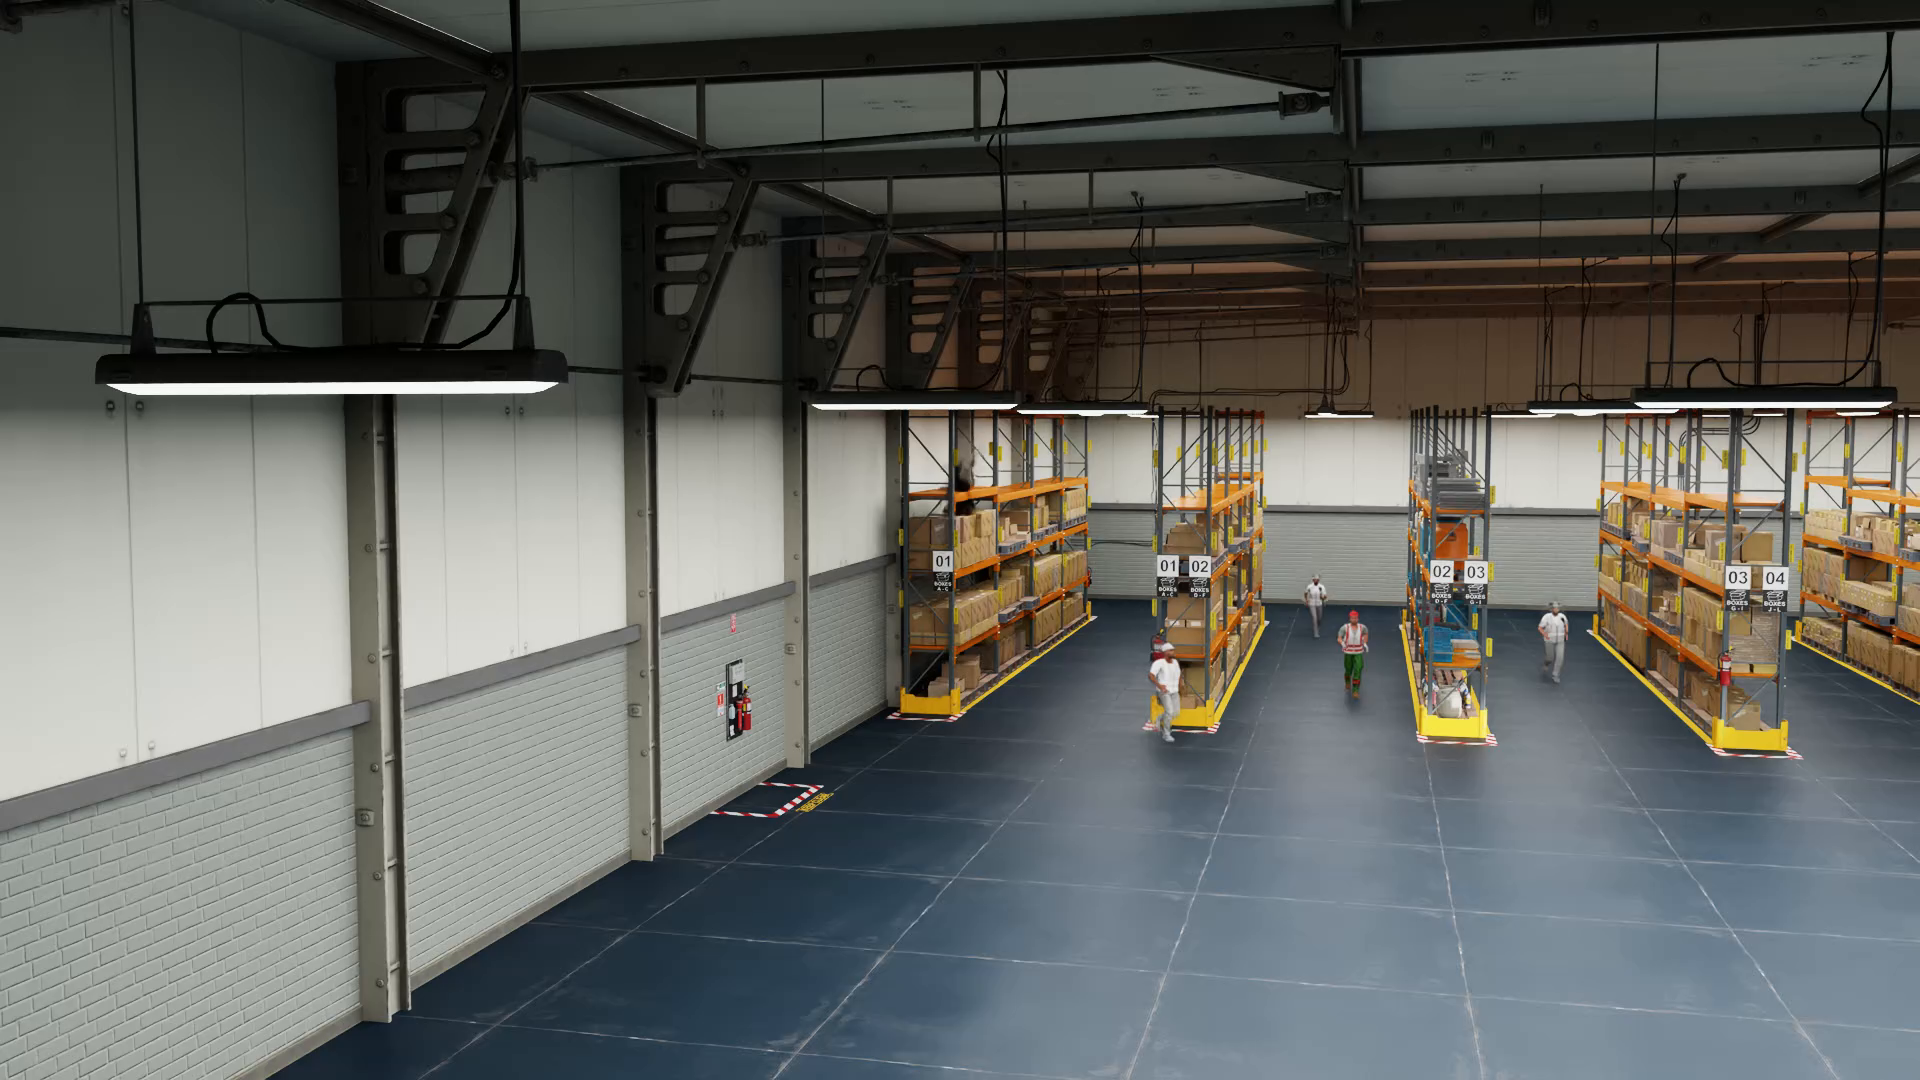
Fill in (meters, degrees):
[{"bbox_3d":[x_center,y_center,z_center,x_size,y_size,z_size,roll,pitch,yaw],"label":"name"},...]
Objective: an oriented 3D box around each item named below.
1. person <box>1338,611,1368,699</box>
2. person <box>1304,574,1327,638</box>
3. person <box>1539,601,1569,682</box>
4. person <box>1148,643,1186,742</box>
[{"bbox_3d":[8.167,2.347,34.559,0.634,1.777,0.984,1,4,9],"label":"person"},{"bbox_3d":[9.409,1.726,43.993,0.578,1.669,0.773,0,4,5],"label":"person"},{"bbox_3d":[13.139,2.226,36.782,0.652,1.771,0.829,0,4,5],"label":"person"},{"bbox_3d":[3.728,2.731,29.931,0.764,1.734,0.571,-3,5,-34],"label":"person"}]
